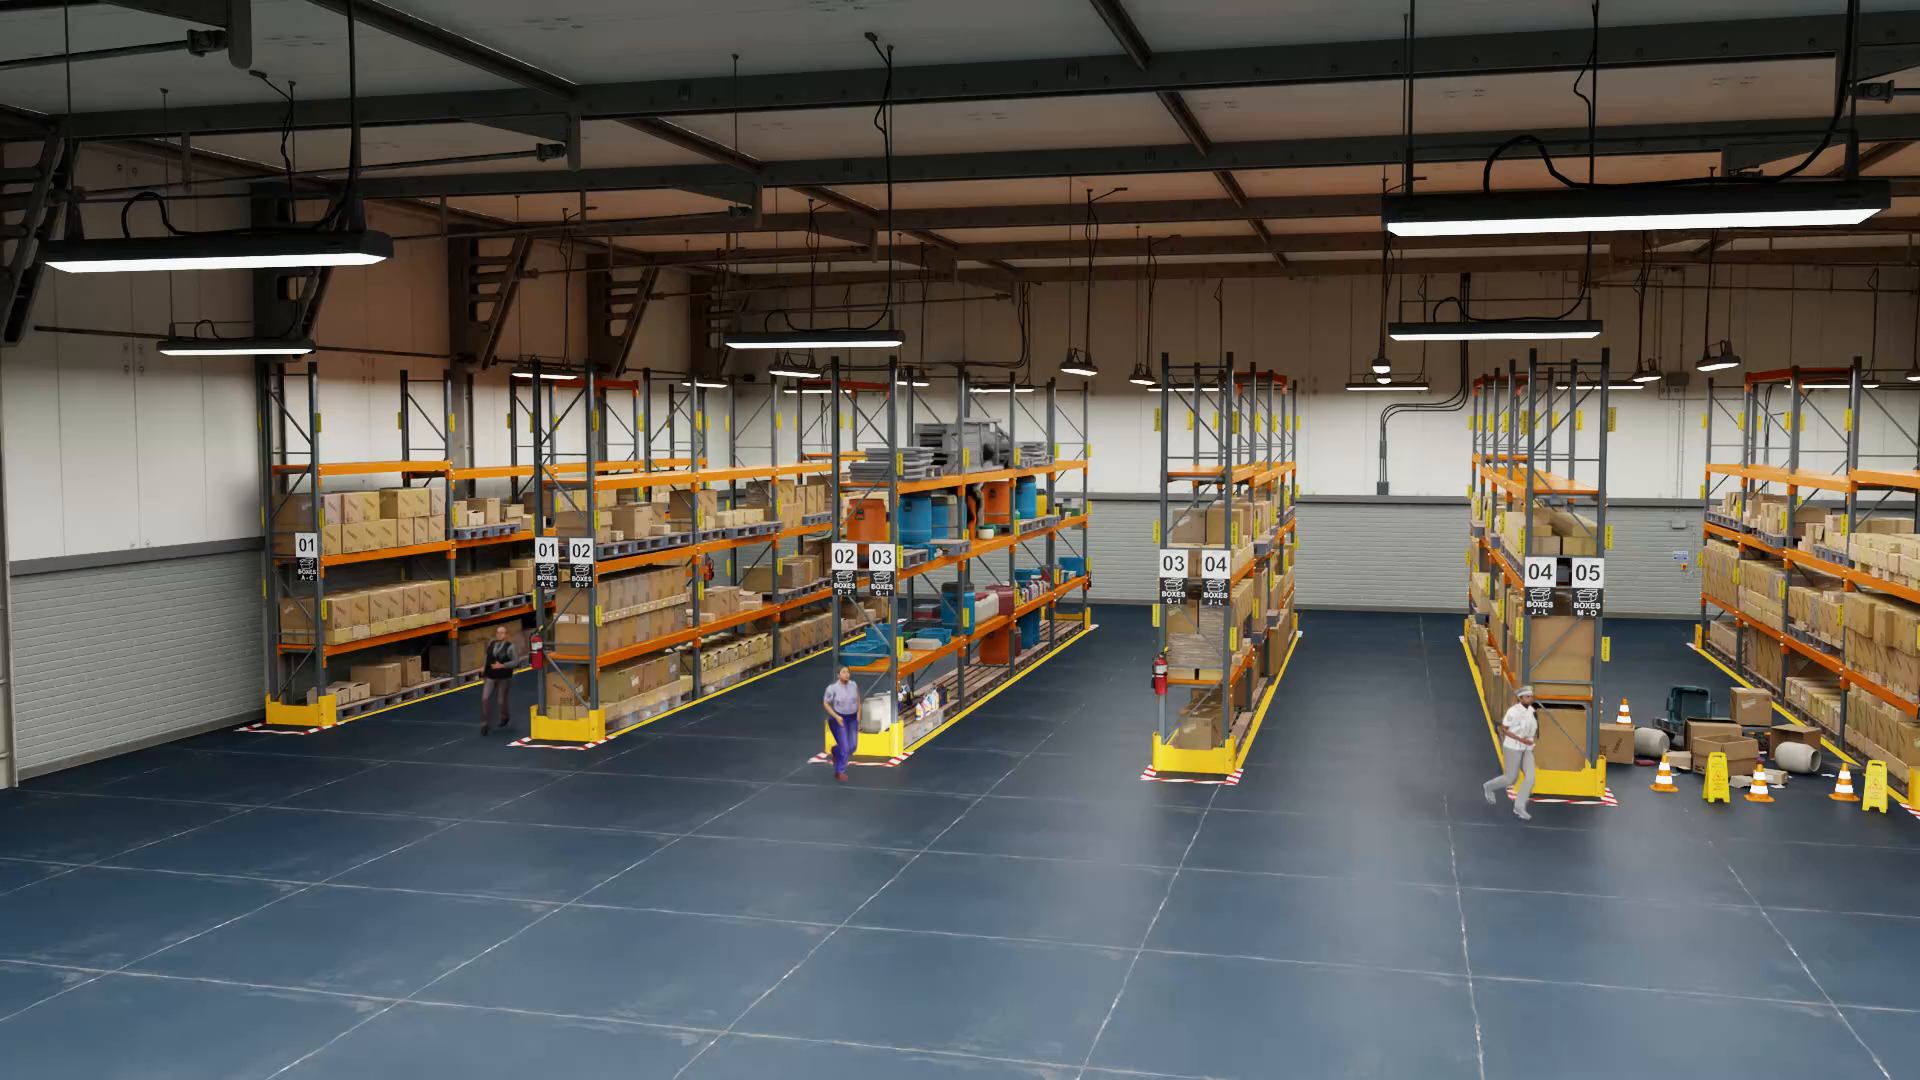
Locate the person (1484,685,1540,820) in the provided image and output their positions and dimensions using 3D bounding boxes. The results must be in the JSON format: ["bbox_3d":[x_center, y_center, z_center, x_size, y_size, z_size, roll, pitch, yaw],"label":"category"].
[{"bbox_3d":[7.152,2.684,21.330,0.592,1.692,0.706,-2,5,-27],"label":"person"}]

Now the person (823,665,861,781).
[{"bbox_3d":[-1.672,2.561,23.473,0.615,1.626,0.621,-3,5,-35],"label":"person"}]

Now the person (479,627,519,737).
[{"bbox_3d":[-7.424,2.269,26.885,0.664,1.758,0.877,0,4,5],"label":"person"}]
